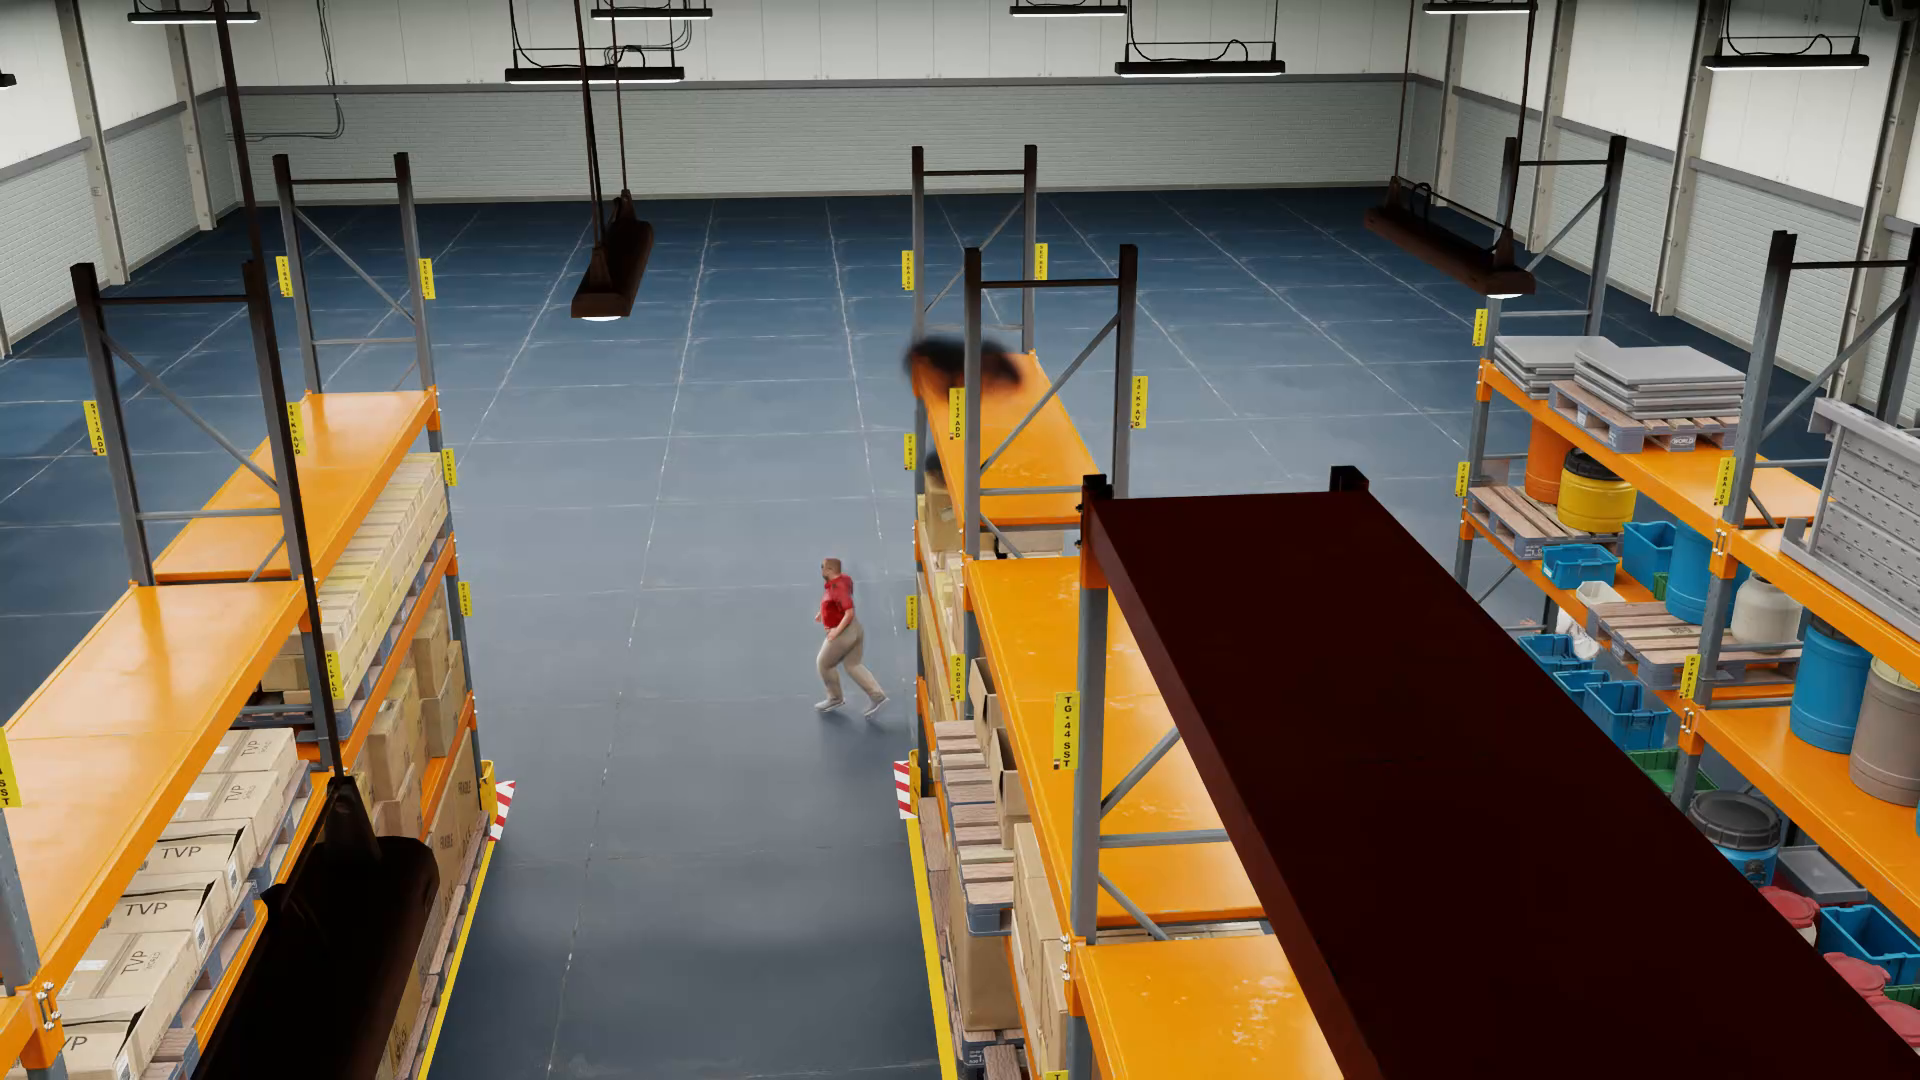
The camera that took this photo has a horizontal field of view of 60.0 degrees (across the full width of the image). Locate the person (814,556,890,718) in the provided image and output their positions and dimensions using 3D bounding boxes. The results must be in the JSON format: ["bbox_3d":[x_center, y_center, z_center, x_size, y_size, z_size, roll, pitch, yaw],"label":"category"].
[{"bbox_3d":[-1.094,0.984,16.874,0.834,1.713,0.623,8,23,19],"label":"person"}]

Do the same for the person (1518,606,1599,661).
[{"bbox_3d":[6.023,1.151,16.382,1.034,1.809,0.636,18,28,39],"label":"person"}]
